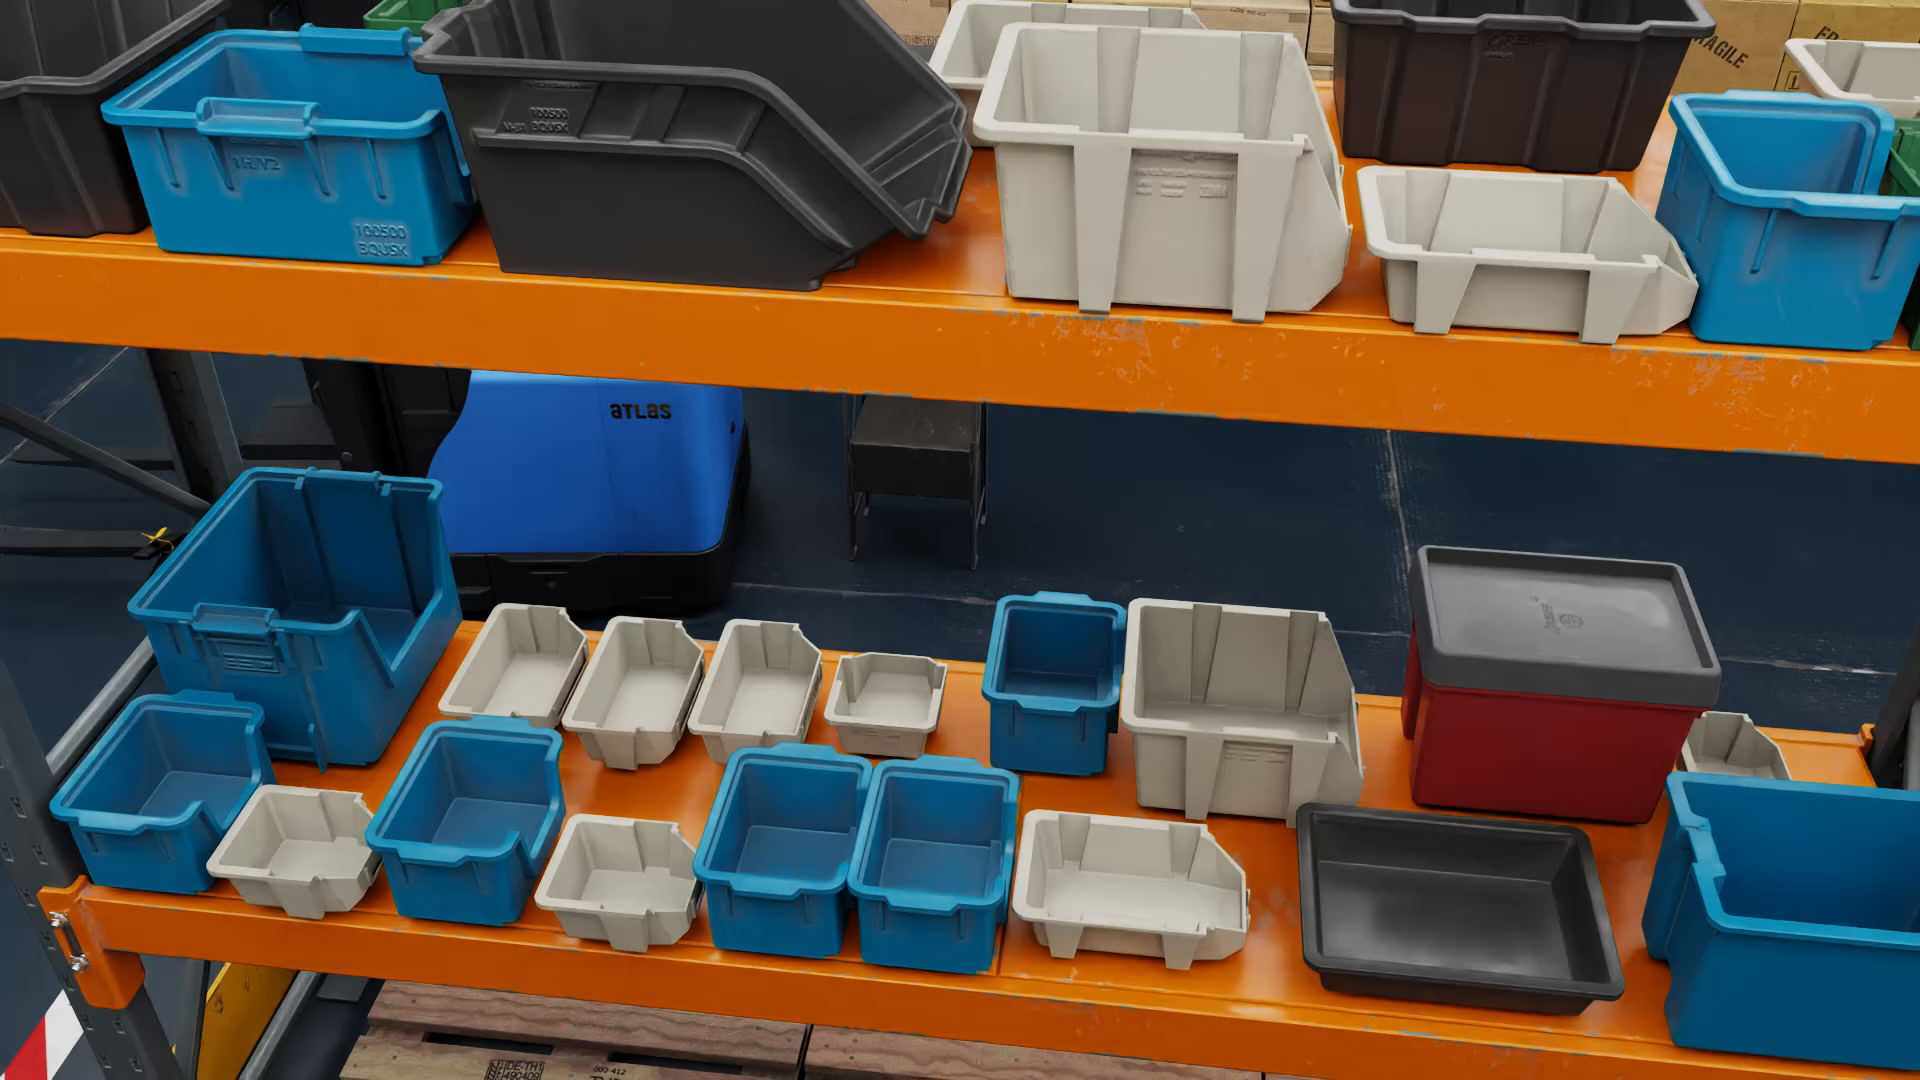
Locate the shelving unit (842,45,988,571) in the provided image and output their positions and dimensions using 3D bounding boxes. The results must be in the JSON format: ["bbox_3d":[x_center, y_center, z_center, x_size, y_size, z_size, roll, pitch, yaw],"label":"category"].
[{"bbox_3d":[-0.164,-0.867,6.157,0.503,2.100,0.431,4,36,6],"label":"shelving unit"}]

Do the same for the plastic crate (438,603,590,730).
[{"bbox_3d":[-1.023,0.328,3.883,0.243,0.136,0.396,4,36,6],"label":"plastic crate"}]

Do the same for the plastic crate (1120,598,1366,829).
[{"bbox_3d":[0.622,0.390,3.672,0.530,0.282,0.437,4,36,6],"label":"plastic crate"}]

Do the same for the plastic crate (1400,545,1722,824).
[{"bbox_3d":[1.259,0.324,3.607,0.583,0.464,0.402,4,36,6],"label":"plastic crate"}]

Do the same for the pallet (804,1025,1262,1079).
[{"bbox_3d":[0.165,1.600,4.327,1.213,0.211,1.003,4,36,6],"label":"pallet"}]

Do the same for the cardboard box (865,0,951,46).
[{"bbox_3d":[-0.265,-2.399,7.402,0.500,0.250,0.500,4,36,5],"label":"cardboard box"}]

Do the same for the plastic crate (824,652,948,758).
[{"bbox_3d":[-0.162,0.376,3.816,0.250,0.136,0.298,4,36,6],"label":"plastic crate"}]

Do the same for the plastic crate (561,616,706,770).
[{"bbox_3d":[-0.737,0.358,3.841,0.243,0.136,0.396,4,36,6],"label":"plastic crate"}]

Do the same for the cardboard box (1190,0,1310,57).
[{"bbox_3d":[1.253,-2.284,7.242,0.500,0.250,0.500,5,36,7],"label":"cardboard box"}]

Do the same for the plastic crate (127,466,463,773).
[{"bbox_3d":[-1.499,0.168,3.851,0.499,0.435,0.616,4,36,6],"label":"plastic crate"}]

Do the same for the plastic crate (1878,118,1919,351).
[{"bbox_3d":[1.654,-0.406,2.338,0.662,0.188,0.450,4,36,6],"label":"plastic crate"}]

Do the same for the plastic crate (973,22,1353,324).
[{"bbox_3d":[0.305,-0.541,2.446,0.530,0.282,0.437,4,36,6],"label":"plastic crate"}]

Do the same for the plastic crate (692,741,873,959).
[{"bbox_3d":[-0.346,0.639,3.365,0.300,0.233,0.416,4,36,6],"label":"plastic crate"}]

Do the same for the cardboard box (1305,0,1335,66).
[{"bbox_3d":[1.759,-2.247,7.189,0.500,0.250,0.500,5,36,7],"label":"cardboard box"}]

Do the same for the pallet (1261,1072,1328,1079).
[{"bbox_3d":[1.379,1.688,4.202,1.213,0.211,1.003,4,36,6],"label":"pallet"}]

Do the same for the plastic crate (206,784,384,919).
[{"bbox_3d":[-1.344,0.652,3.430,0.298,0.136,0.250,4,36,6],"label":"plastic crate"}]

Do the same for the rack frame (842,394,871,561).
[{"bbox_3d":[-0.406,-0.885,6.183,0.015,2.100,0.400,4,36,6],"label":"rack frame"}]

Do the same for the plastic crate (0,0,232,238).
[{"bbox_3d":[-1.508,-0.689,2.664,0.590,0.269,0.497,4,36,6],"label":"plastic crate"}]

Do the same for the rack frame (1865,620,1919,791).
[{"bbox_3d":[2.113,0.584,3.350,0.053,2.616,0.949,4,36,6],"label":"rack frame"}]

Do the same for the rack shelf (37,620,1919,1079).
[{"bbox_3d":[0.129,0.730,3.764,4.000,0.370,1.077,4,36,6],"label":"rack shelf"}]

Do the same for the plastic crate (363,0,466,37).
[{"bbox_3d":[-0.840,-0.937,3.081,0.336,0.188,0.450,4,36,6],"label":"plastic crate"}]

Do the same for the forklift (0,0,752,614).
[{"bbox_3d":[-2.397,-1.188,5.892,3.031,2.935,1.130,0,36,0],"label":"forklift"}]

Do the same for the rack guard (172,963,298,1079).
[{"bbox_3d":[-1.880,1.313,4.480,0.348,0.500,1.175,4,36,6],"label":"rack guard"}]

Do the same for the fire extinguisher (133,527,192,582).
[{"bbox_3d":[-1.946,0.200,4.276,0.183,0.674,0.296,4,36,6],"label":"fire extinguisher"}]

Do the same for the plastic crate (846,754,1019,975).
[{"bbox_3d":[-0.048,0.661,3.334,0.300,0.233,0.416,4,36,6],"label":"plastic crate"}]

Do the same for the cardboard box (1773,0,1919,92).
[{"bbox_3d":[3.667,-2.094,7.016,0.500,0.500,0.500,4,36,6],"label":"cardboard box"}]

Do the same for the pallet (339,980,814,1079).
[{"bbox_3d":[-1.041,1.508,4.455,1.213,0.211,1.003,4,36,6],"label":"pallet"}]

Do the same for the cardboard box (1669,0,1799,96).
[{"bbox_3d":[3.168,-2.131,7.068,0.500,0.500,0.500,4,36,6],"label":"cardboard box"}]

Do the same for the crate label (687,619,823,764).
[{"bbox_3d":[-0.458,0.365,3.832,0.243,0.136,0.396,4,36,6],"label":"crate label"}]

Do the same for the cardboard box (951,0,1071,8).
[{"bbox_3d":[0.232,-2.359,7.347,0.500,0.250,0.500,3,36,4],"label":"cardboard box"}]

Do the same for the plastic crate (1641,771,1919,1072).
[{"bbox_3d":[1.606,0.730,3.108,0.575,0.384,0.392,4,36,6],"label":"plastic crate"}]

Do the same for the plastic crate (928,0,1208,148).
[{"bbox_3d":[0.227,-0.814,2.954,0.530,0.136,0.437,4,36,6],"label":"plastic crate"}]

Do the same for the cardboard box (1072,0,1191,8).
[{"bbox_3d":[0.751,-2.324,7.297,0.500,0.250,0.500,4,36,5],"label":"cardboard box"}]

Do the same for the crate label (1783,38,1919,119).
[{"bbox_3d":[1.664,-0.731,2.837,0.466,0.136,0.293,4,36,6],"label":"crate label"}]

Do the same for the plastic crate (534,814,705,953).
[{"bbox_3d":[-0.671,0.702,3.360,0.298,0.136,0.250,4,36,6],"label":"plastic crate"}]

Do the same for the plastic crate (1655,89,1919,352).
[{"bbox_3d":[1.169,-0.451,2.361,0.300,0.233,0.416,4,36,6],"label":"plastic crate"}]

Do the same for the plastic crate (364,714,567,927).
[{"bbox_3d":[-0.999,0.590,3.434,0.300,0.233,0.416,4,36,6],"label":"plastic crate"}]

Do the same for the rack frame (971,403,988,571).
[{"bbox_3d":[0.078,-0.849,6.132,0.015,2.100,0.400,4,36,6],"label":"rack frame"}]

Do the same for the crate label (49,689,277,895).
[{"bbox_3d":[-1.651,0.541,3.502,0.303,0.233,0.416,4,36,6],"label":"crate label"}]

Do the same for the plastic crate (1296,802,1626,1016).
[{"bbox_3d":[0.969,0.745,3.309,0.590,0.125,0.437,4,36,6],"label":"plastic crate"}]

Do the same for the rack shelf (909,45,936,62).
[{"bbox_3d":[-0.164,-1.426,5.758,0.480,0.518,0.431,4,36,6],"label":"rack shelf"}]

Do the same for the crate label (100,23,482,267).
[{"bbox_3d":[-0.980,-0.616,2.577,0.502,0.251,0.408,4,36,6],"label":"crate label"}]

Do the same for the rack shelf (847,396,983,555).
[{"bbox_3d":[-0.164,-0.286,6.572,0.480,0.518,0.431,4,36,6],"label":"rack shelf"}]

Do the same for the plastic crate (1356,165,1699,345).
[{"bbox_3d":[0.803,-0.403,2.377,0.466,0.136,0.293,4,36,6],"label":"plastic crate"}]

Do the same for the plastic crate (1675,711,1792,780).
[{"bbox_3d":[1.670,0.552,3.570,0.243,0.136,0.396,4,36,6],"label":"plastic crate"}]

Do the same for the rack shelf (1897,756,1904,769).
[{"bbox_3d":[4.097,1.026,3.349,4.000,0.370,1.077,4,36,6],"label":"rack shelf"}]

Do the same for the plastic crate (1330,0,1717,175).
[{"bbox_3d":[0.916,-0.832,2.864,0.590,0.269,0.497,4,36,6],"label":"plastic crate"}]

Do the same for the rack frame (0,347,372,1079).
[{"bbox_3d":[-1.854,0.290,3.762,0.127,3.000,1.000,4,36,6],"label":"rack frame"}]

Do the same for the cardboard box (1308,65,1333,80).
[{"bbox_3d":[1.635,-2.057,7.266,0.250,0.149,0.380,5,36,7],"label":"cardboard box"}]

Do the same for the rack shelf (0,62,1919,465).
[{"bbox_3d":[0.129,-0.491,2.892,4.000,0.370,1.077,4,36,6],"label":"rack shelf"}]

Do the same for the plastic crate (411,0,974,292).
[{"bbox_3d":[-0.374,-0.635,2.529,0.767,0.338,0.504,4,36,6],"label":"plastic crate"}]

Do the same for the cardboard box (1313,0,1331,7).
[{"bbox_3d":[1.757,-2.553,6.973,0.500,0.500,0.500,5,36,6],"label":"cardboard box"}]

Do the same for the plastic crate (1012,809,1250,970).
[{"bbox_3d":[0.348,0.713,3.345,0.466,0.136,0.293,4,36,6],"label":"plastic crate"}]

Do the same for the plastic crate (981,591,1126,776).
[{"bbox_3d":[0.215,0.337,3.787,0.300,0.233,0.416,4,36,6],"label":"plastic crate"}]
